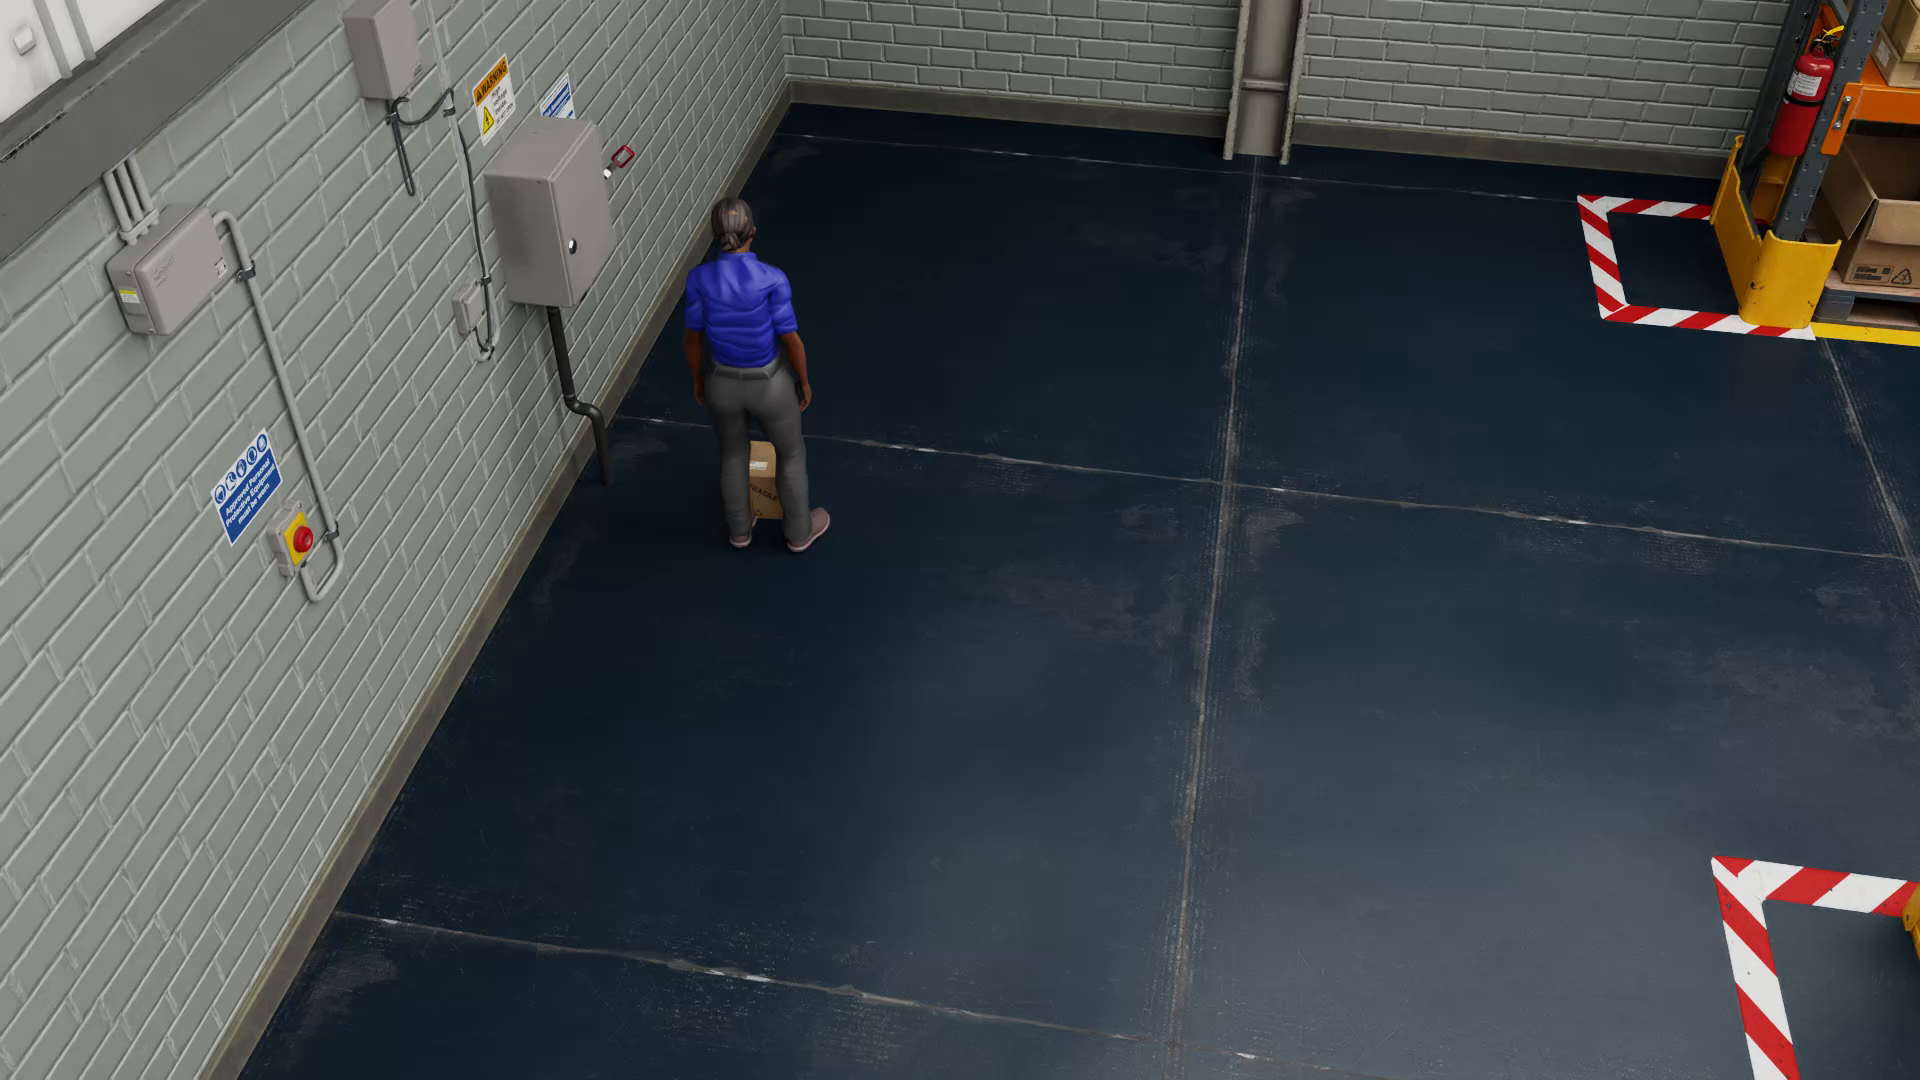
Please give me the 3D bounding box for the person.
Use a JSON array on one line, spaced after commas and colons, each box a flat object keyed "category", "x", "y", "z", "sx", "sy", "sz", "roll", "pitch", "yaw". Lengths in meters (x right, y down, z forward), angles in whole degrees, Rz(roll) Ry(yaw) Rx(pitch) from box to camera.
[{"category": "person", "x": -0.860, "y": -0.652, "z": 6.917, "sx": 0.527, "sy": 1.654, "sz": 0.351, "roll": 4, "pitch": 41, "yaw": 5}]
